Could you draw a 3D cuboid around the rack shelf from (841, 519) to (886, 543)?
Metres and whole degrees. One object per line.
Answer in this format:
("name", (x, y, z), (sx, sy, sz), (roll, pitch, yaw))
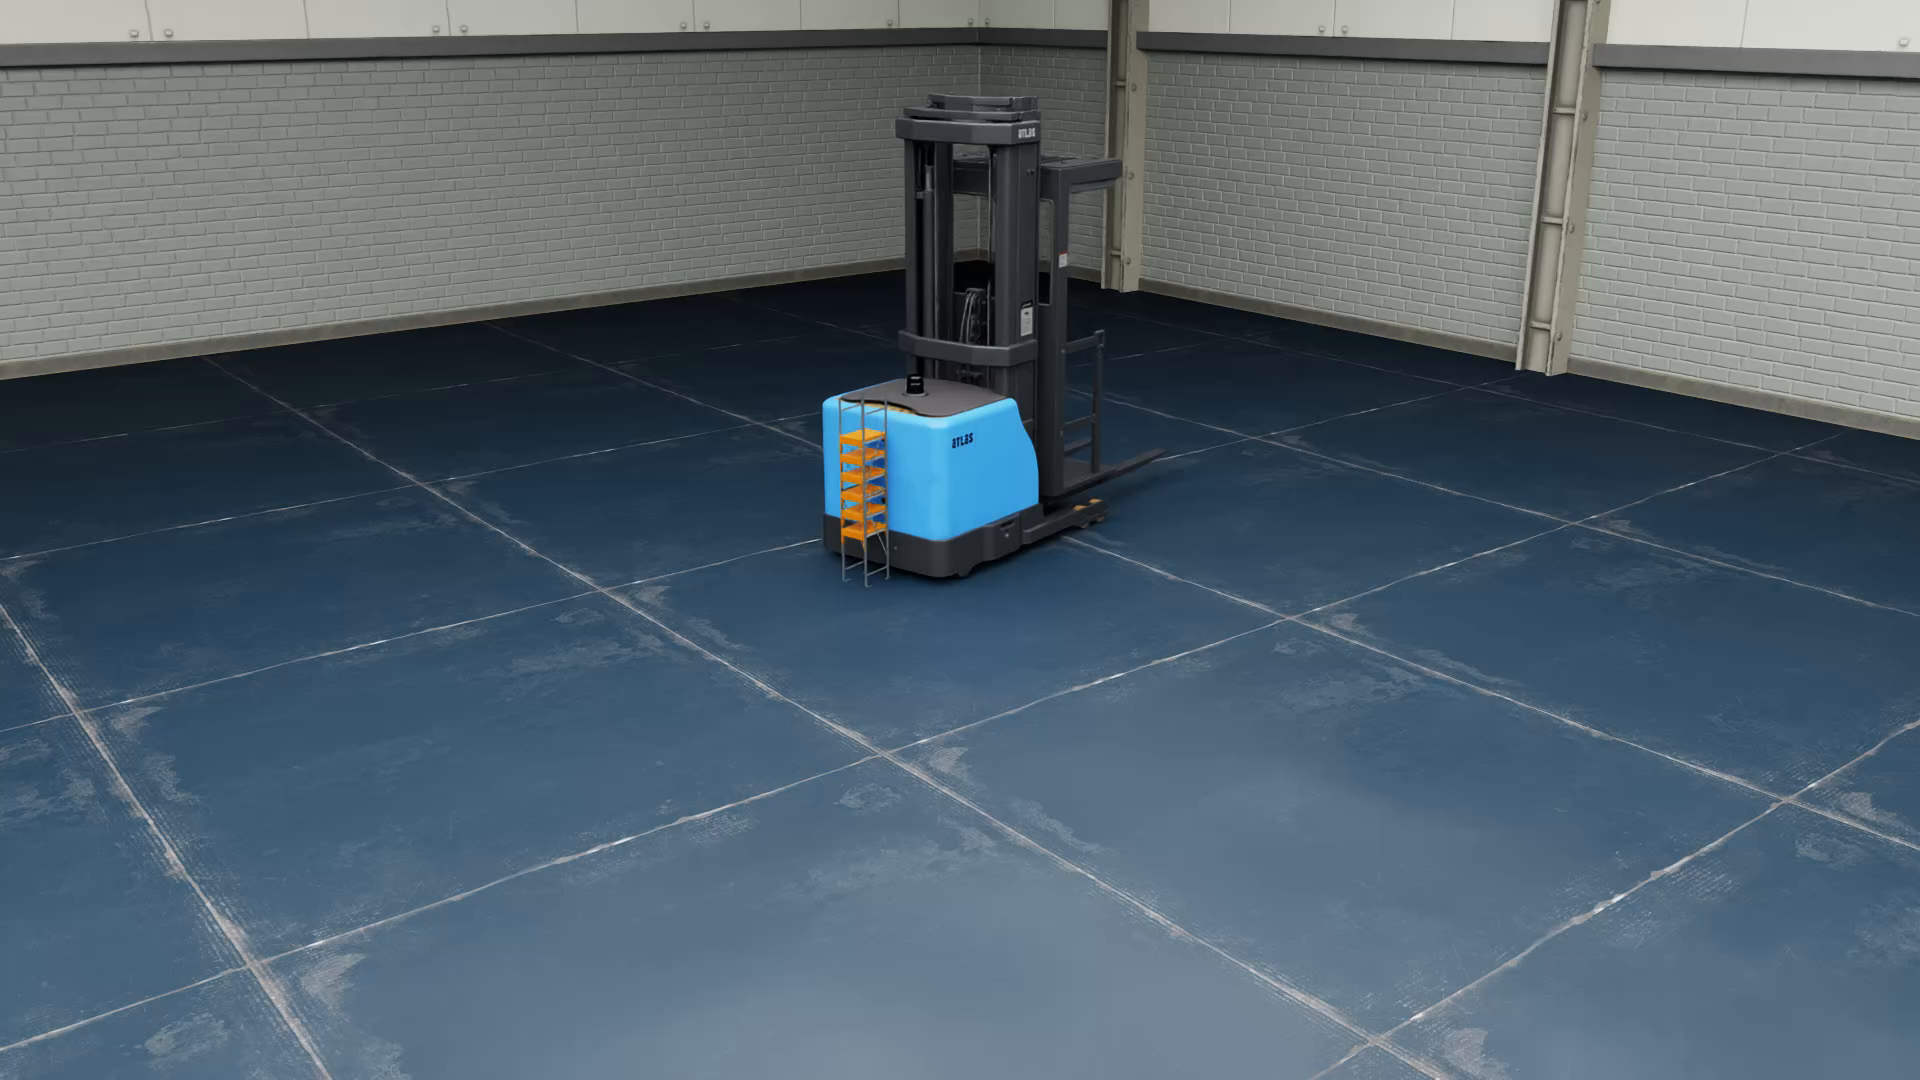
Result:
("rack shelf", (-0.598, -0.043, 10.488), (0.180, 0.103, 0.258), (13, 22, 34))

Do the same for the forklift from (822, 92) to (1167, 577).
("forklift", (0.395, -1.553, 11.389), (1.130, 2.935, 3.031), (14, 23, 35))

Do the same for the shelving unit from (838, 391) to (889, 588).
("shelving unit", (-0.598, -0.313, 10.399), (0.189, 1.200, 0.258), (13, 22, 34))

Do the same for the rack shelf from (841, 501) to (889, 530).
("rack shelf", (-0.598, -0.157, 10.450), (0.180, 0.103, 0.258), (13, 22, 34))

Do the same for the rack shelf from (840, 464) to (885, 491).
("rack shelf", (-0.598, -0.385, 10.375), (0.180, 0.103, 0.258), (13, 22, 34))

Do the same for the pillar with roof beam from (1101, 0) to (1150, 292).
("pillar with roof beam", (-1.362, -6.582, 16.925), (9.100, 9.000, 0.400), (-14, 23, -36))

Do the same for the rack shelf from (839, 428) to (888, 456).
("rack shelf", (-0.598, -0.613, 10.300), (0.180, 0.103, 0.258), (13, 22, 34))

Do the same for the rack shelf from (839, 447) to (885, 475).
("rack shelf", (-0.598, -0.499, 10.337), (0.180, 0.103, 0.258), (13, 22, 34))

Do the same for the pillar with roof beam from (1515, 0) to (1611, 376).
("pillar with roof beam", (2.363, -5.104, 12.460), (9.100, 9.000, 0.400), (-14, 23, -36))

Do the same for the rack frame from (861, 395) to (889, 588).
("rack frame", (-0.524, -0.296, 10.347), (0.006, 1.200, 0.240), (13, 22, 34))

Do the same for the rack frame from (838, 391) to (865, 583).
("rack frame", (-0.672, -0.330, 10.450), (0.006, 1.200, 0.240), (13, 22, 34))

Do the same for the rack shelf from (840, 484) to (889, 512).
("rack shelf", (-0.598, -0.271, 10.413), (0.180, 0.103, 0.258), (13, 22, 34))
